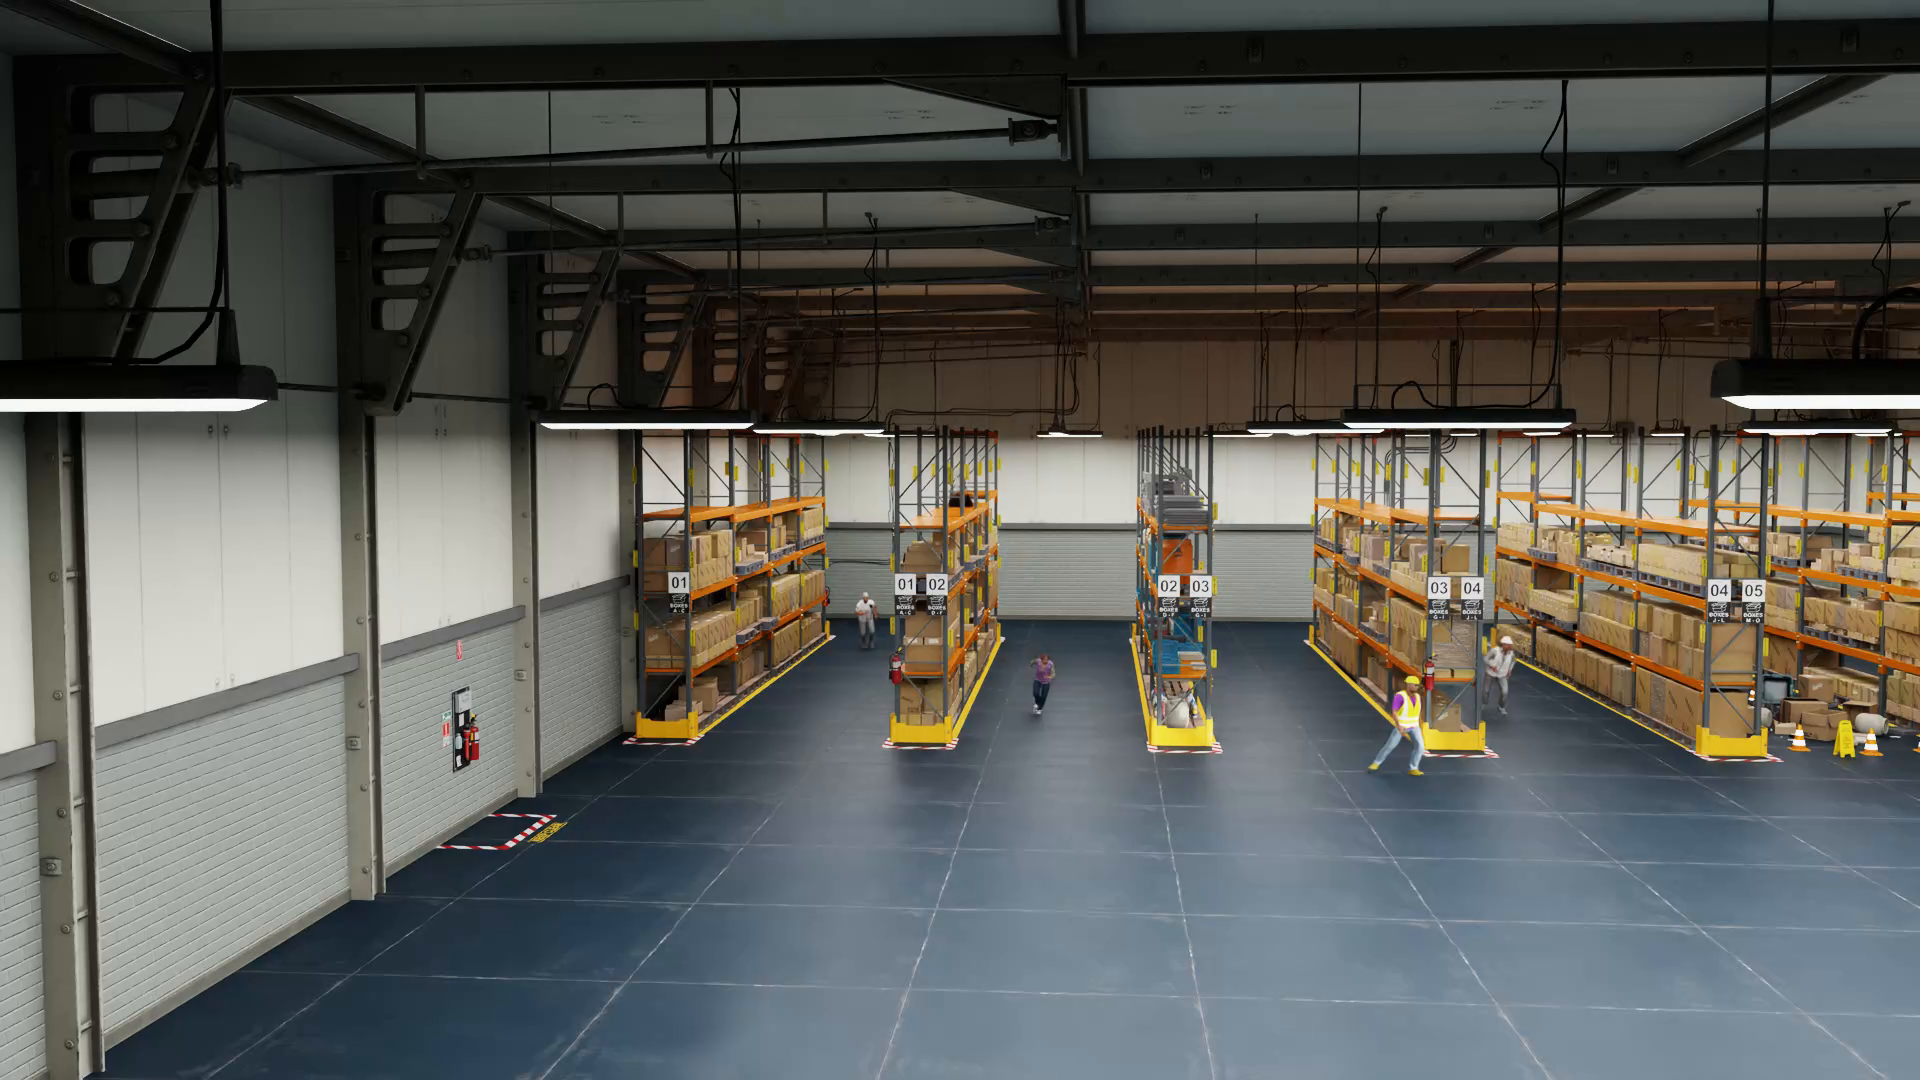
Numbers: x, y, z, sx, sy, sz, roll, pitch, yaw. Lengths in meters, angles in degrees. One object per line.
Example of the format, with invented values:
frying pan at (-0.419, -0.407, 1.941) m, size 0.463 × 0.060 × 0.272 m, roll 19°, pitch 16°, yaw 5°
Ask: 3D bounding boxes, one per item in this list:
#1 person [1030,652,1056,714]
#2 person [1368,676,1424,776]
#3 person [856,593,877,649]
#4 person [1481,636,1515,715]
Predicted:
person at (1.704, 2.968, 34.378) m, size 0.552 × 1.352 × 0.919 m, roll 0°, pitch 3°, yaw 4°
person at (7.480, 3.161, 28.451) m, size 0.854 × 1.704 × 0.718 m, roll -1°, pitch 4°, yaw -20°
person at (-2.556, 2.205, 45.466) m, size 0.610 × 1.574 × 0.884 m, roll -1°, pitch 3°, yaw -8°
person at (11.270, 2.825, 34.849) m, size 0.734 × 1.674 × 0.788 m, roll 0°, pitch 3°, yaw 8°
